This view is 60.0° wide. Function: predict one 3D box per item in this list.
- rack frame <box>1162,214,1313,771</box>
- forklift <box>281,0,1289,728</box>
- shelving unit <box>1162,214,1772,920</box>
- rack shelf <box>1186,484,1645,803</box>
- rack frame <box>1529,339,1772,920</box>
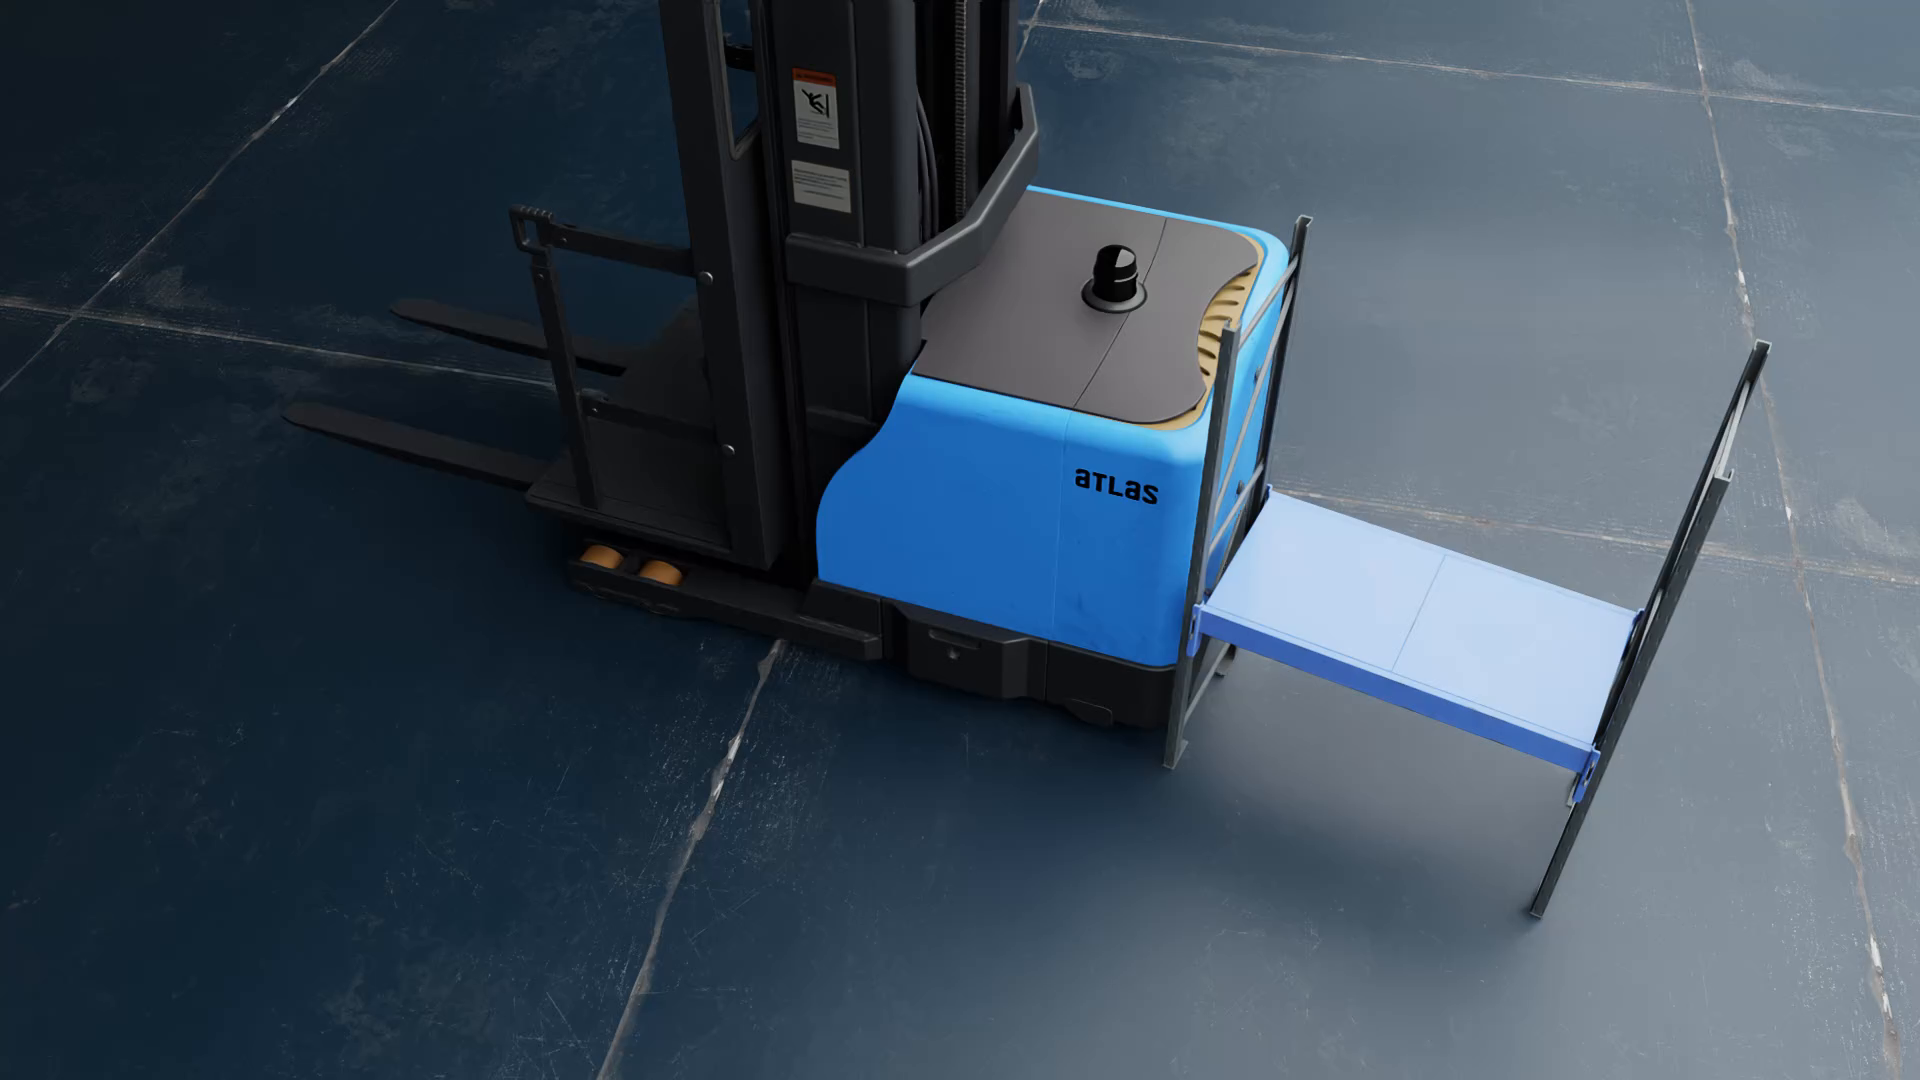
[{"bbox_3d":[0.691,-0.061,4.232,0.032,1.500,0.500,20,47,20],"label":"rack frame"},{"bbox_3d":[-0.651,-1.160,4.342,3.031,2.935,1.130,14,46,14],"label":"forklift"},{"bbox_3d":[1.140,0.105,4.060,1.048,1.500,0.538,20,47,20],"label":"shelving unit"},{"bbox_3d":[1.140,0.234,4.184,1.000,0.185,0.538,20,47,20],"label":"rack shelf"},{"bbox_3d":[1.588,0.271,3.887,0.032,1.500,0.500,20,47,20],"label":"rack frame"}]
